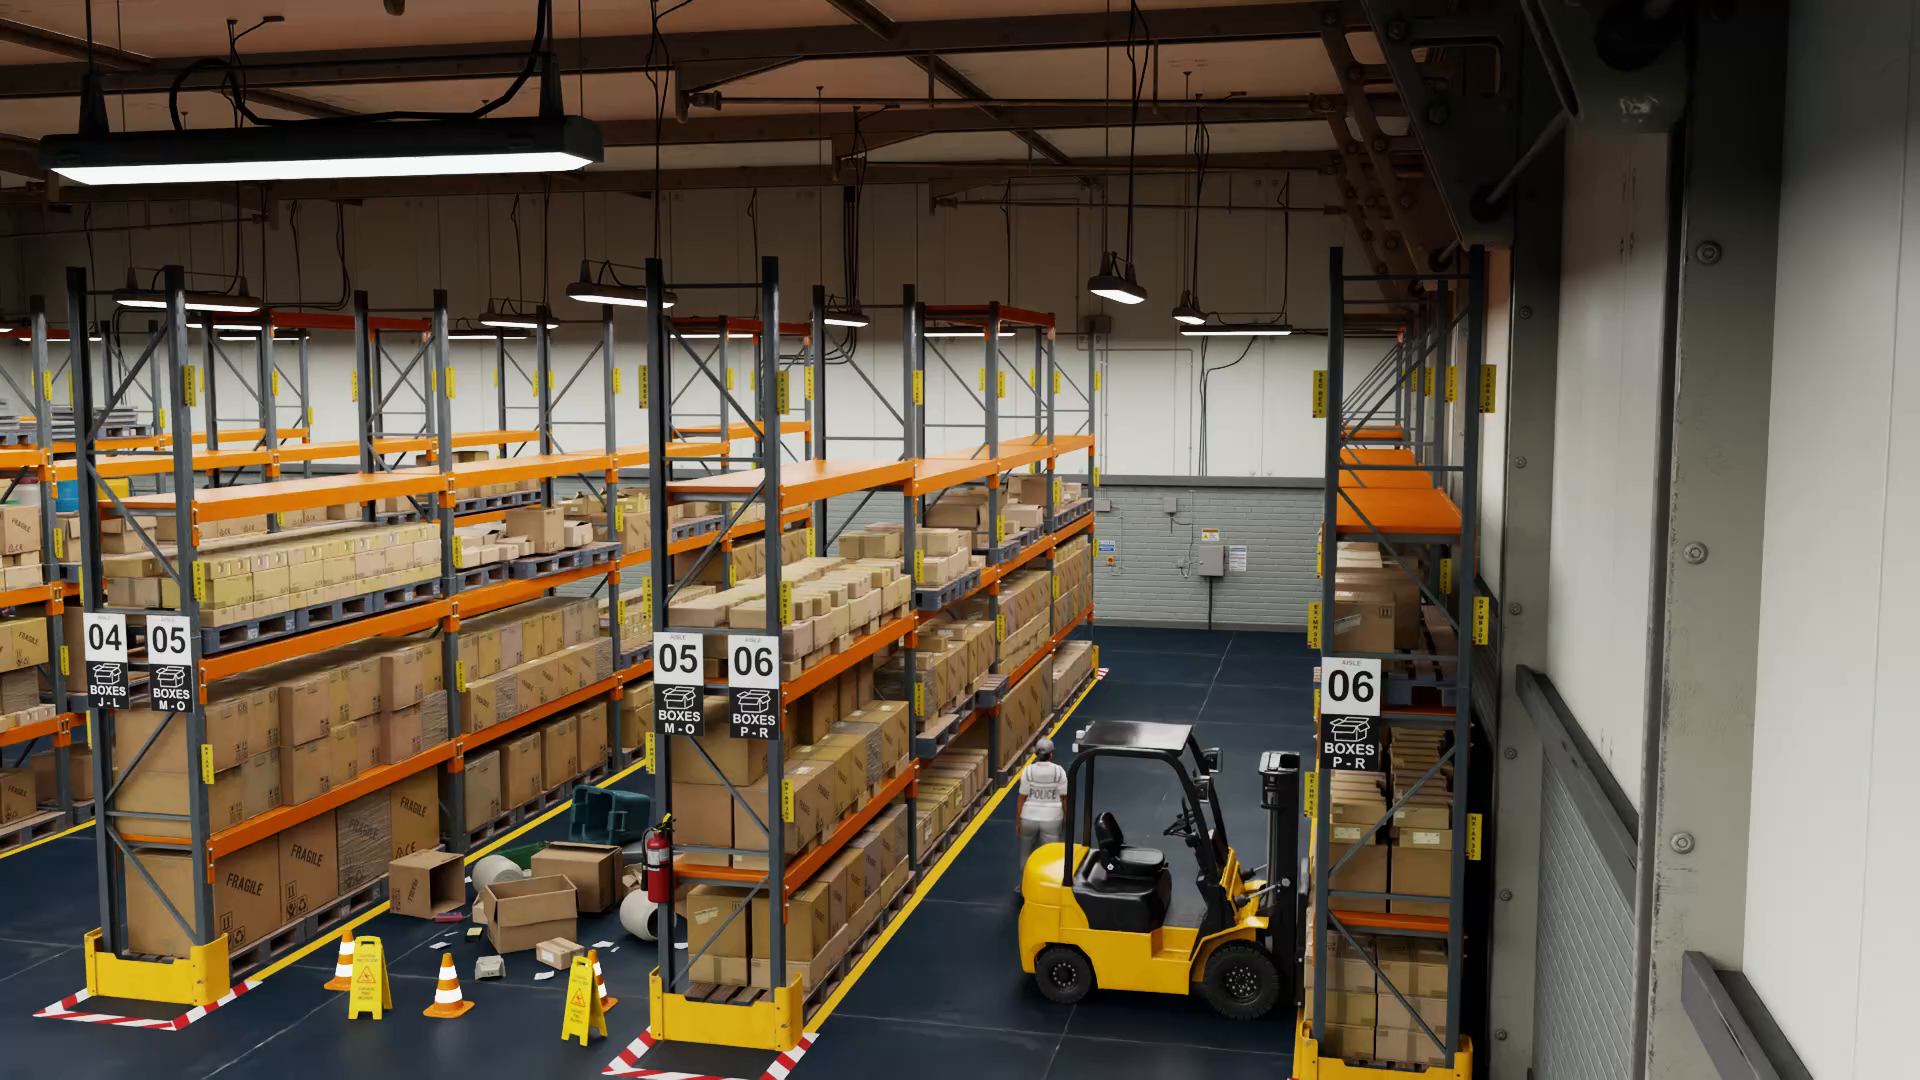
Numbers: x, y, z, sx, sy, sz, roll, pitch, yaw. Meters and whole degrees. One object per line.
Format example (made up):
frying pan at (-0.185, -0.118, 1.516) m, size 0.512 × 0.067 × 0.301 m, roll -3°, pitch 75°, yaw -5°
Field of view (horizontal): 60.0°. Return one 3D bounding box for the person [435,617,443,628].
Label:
person at (-7.469, 1.840, 24.144) m, size 0.581 × 1.748 × 0.482 m, roll 3°, pitch 7°, yaw 31°

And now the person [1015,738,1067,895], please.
person at (0.777, 2.721, 16.123) m, size 0.591 × 1.640 × 0.796 m, roll 1°, pitch 6°, yaw 10°
